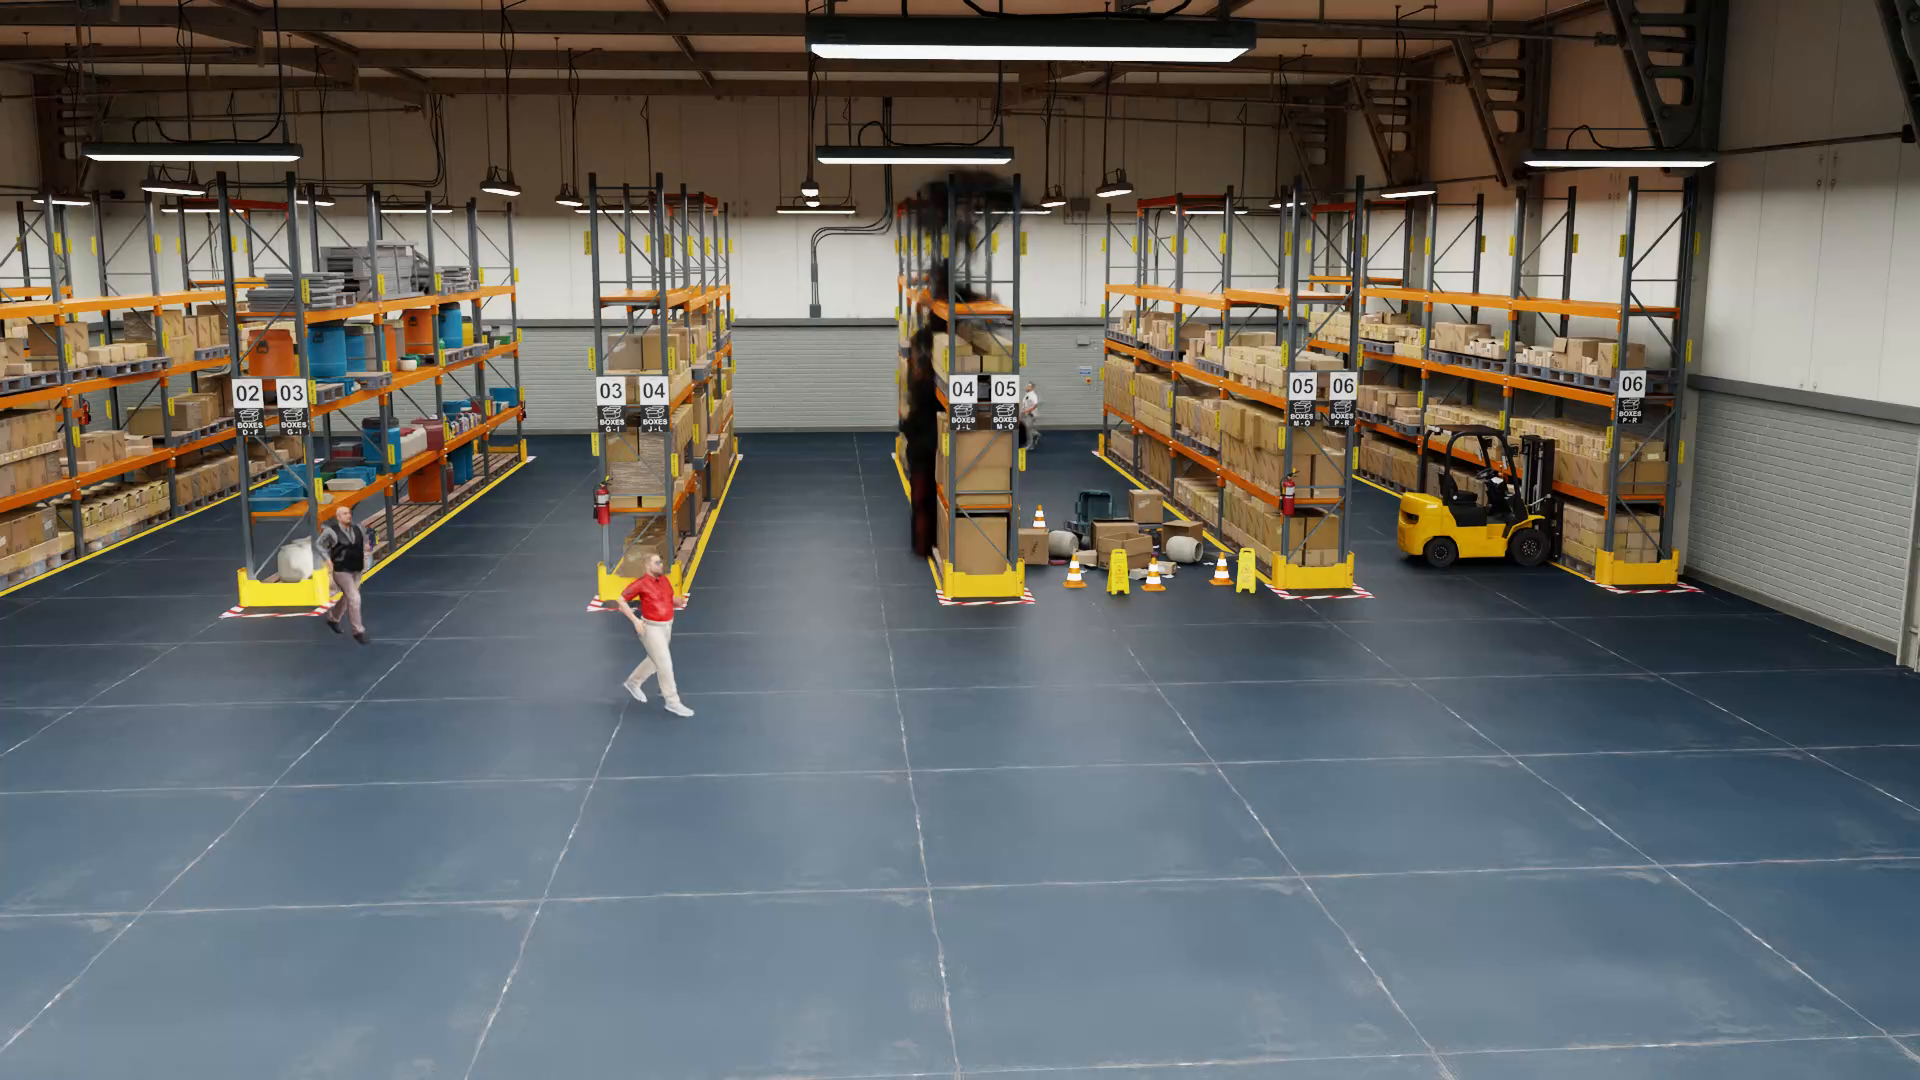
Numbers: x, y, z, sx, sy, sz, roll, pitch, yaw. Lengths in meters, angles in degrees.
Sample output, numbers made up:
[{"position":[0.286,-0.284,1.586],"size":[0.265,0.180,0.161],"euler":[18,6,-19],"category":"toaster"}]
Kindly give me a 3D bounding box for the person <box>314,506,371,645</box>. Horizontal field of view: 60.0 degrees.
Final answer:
[{"position":[-7.850,0.430,21.324],"size":[0.858,1.766,0.636],"euler":[6,11,29],"category":"person"}]

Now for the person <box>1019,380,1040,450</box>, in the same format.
[{"position":[1.739,-3.098,41.302],"size":[0.607,1.744,0.665],"euler":[-2,10,-11],"category":"person"}]

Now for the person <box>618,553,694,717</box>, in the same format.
[{"position":[-3.283,0.996,17.985],"size":[0.953,1.733,0.658],"euler":[4,11,22],"category":"person"}]
